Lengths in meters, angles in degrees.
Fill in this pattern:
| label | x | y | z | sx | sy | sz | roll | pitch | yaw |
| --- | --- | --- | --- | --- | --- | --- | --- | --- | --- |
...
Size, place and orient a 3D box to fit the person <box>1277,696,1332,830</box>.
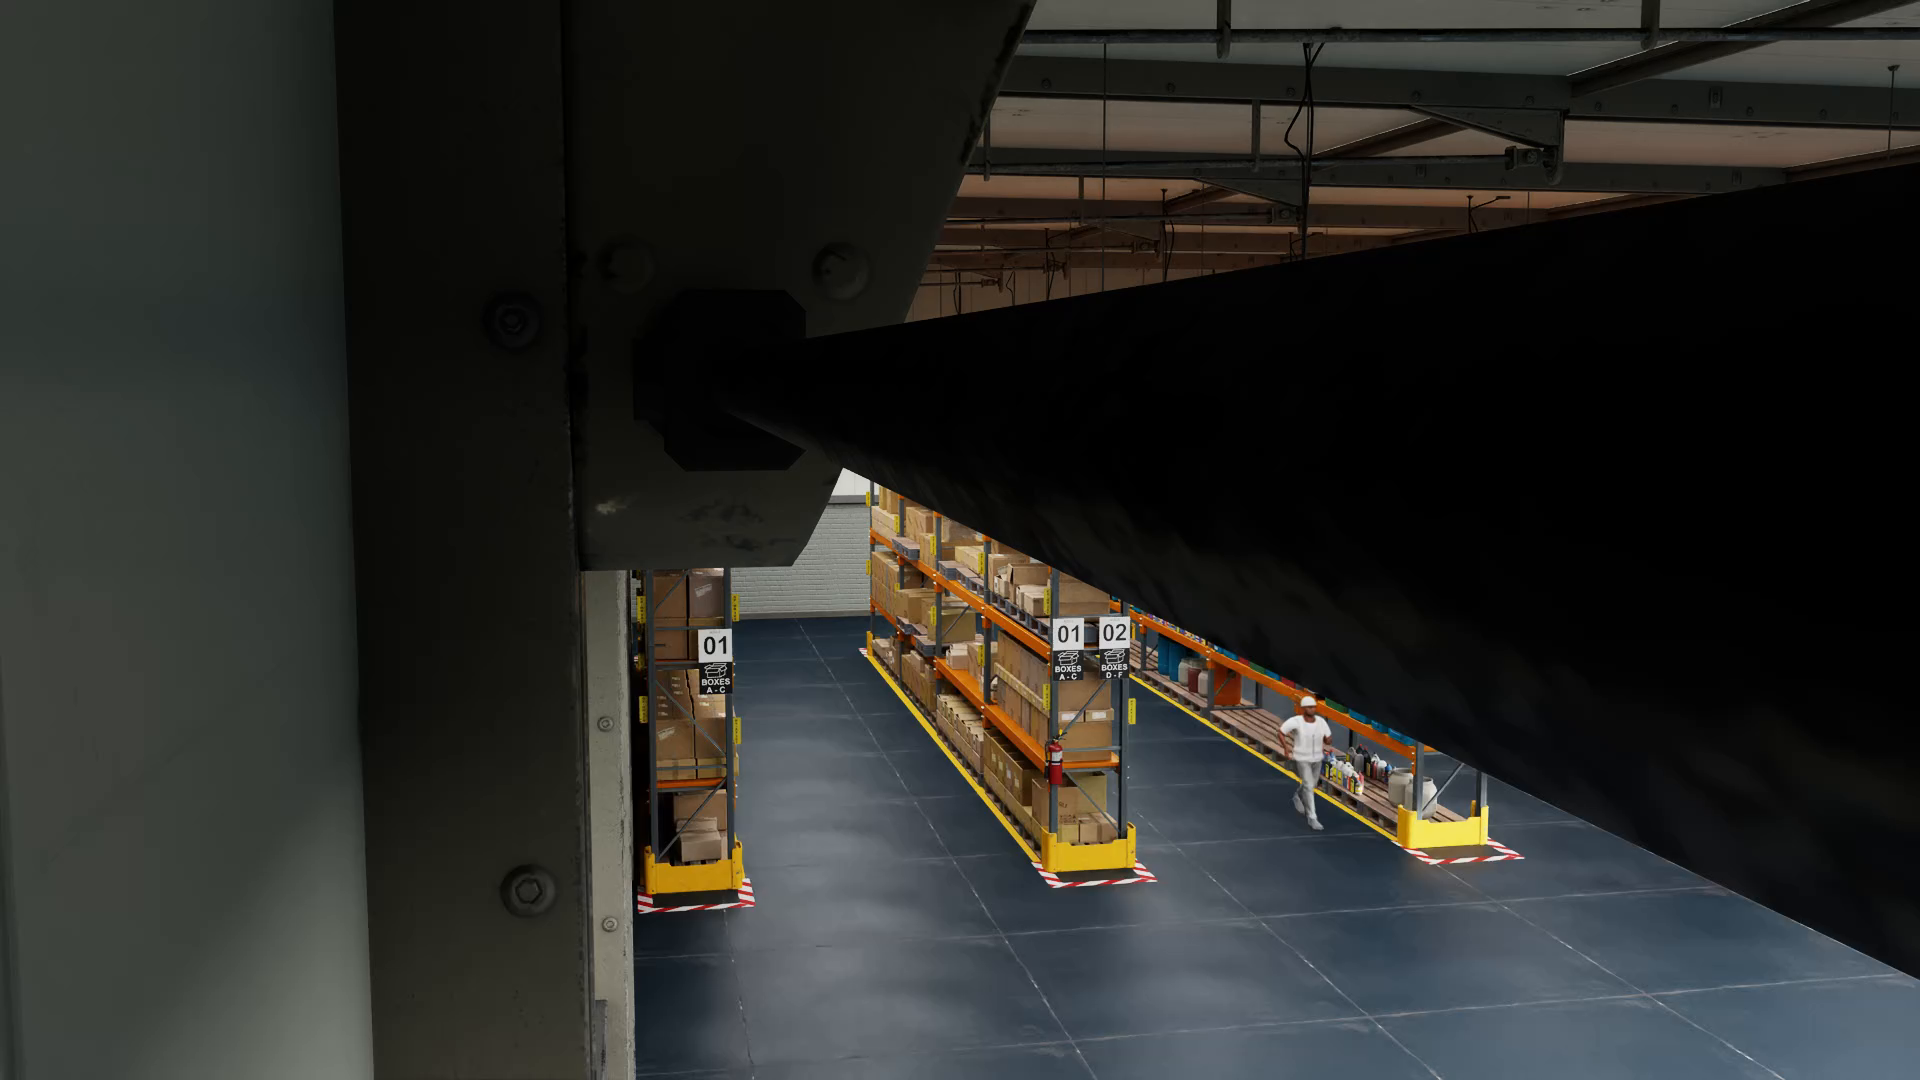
| label | x | y | z | sx | sy | sz | roll | pitch | yaw |
| --- | --- | --- | --- | --- | --- | --- | --- | --- | --- |
| person | 4.811 | 3.028 | 22.965 | 0.700 | 1.754 | 0.989 | -2 | 6 | -19 |
